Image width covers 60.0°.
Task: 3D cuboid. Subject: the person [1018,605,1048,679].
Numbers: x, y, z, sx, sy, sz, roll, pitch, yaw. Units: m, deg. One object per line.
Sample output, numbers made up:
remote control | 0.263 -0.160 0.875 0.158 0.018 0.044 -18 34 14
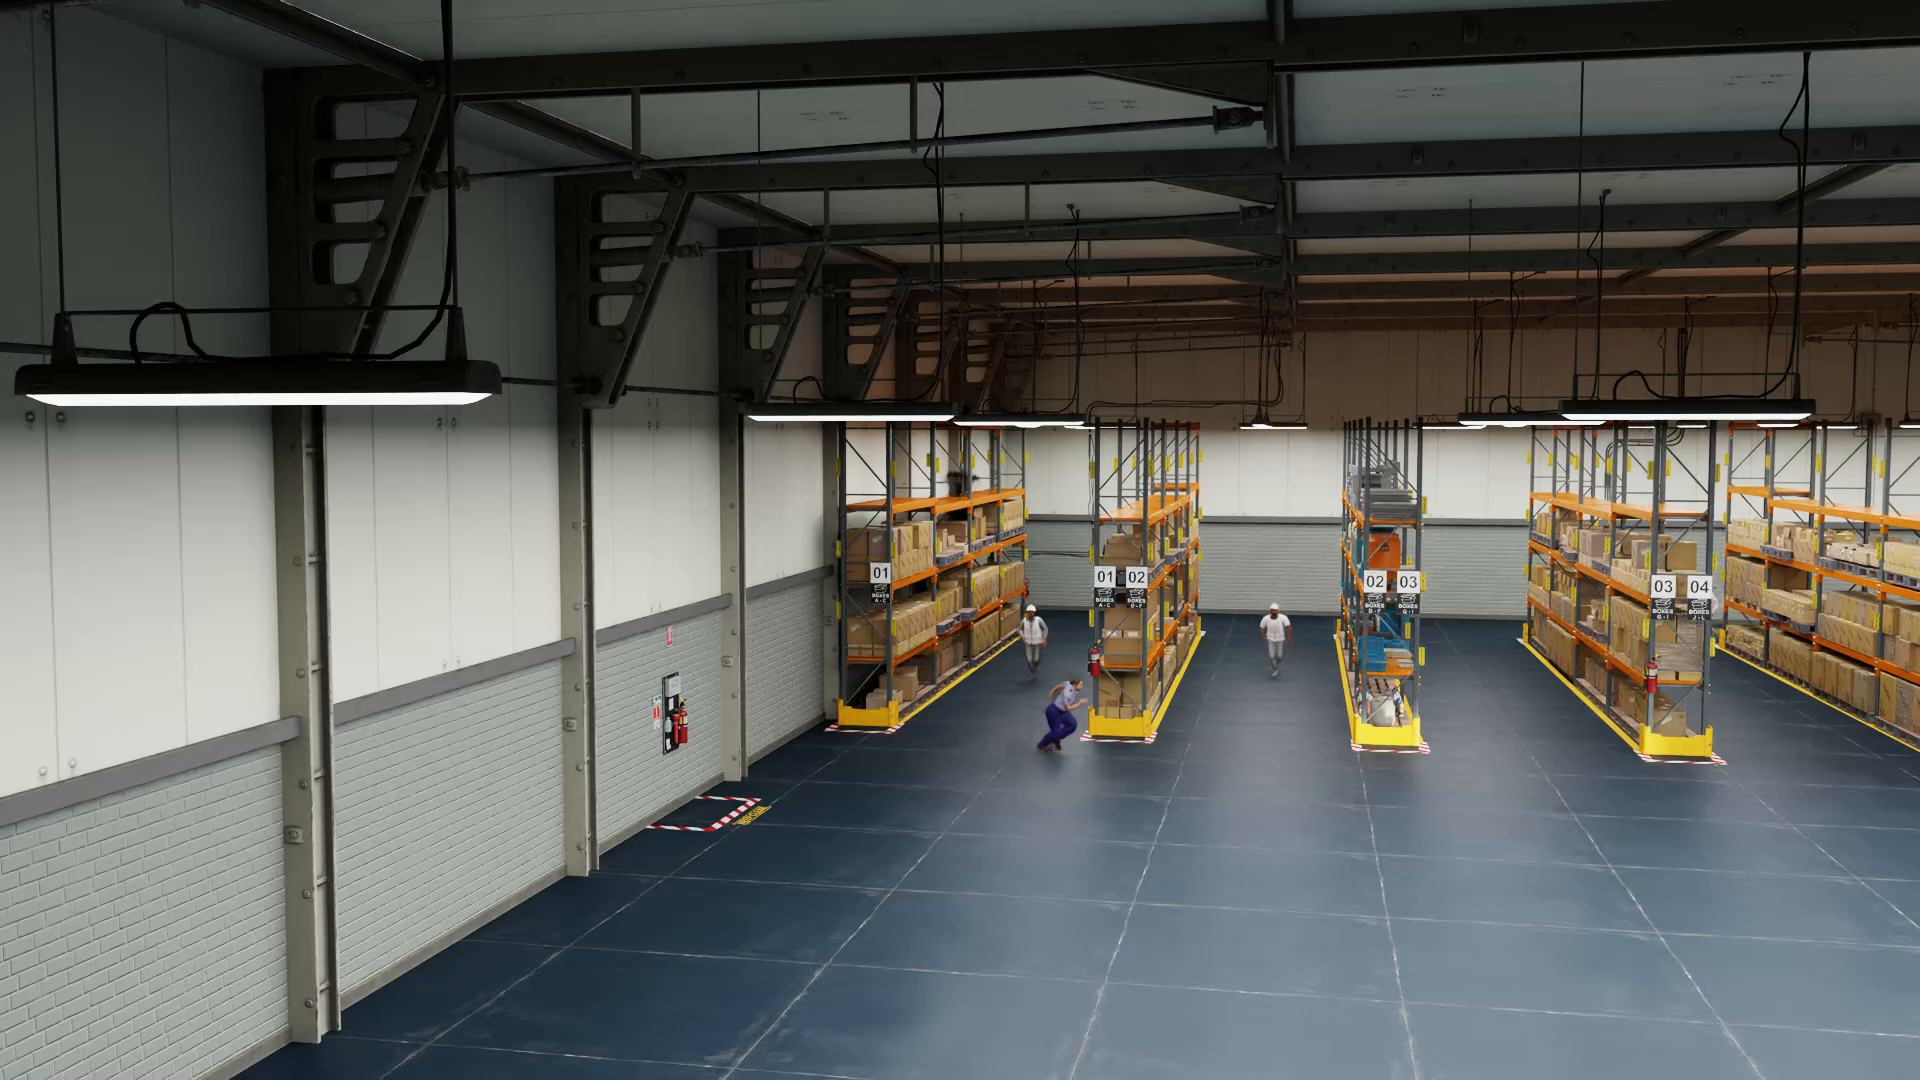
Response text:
person | 1.680 2.364 38.500 0.691 1.731 0.561 0 4 5

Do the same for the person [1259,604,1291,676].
person | 7.383 2.339 38.947 0.734 1.714 0.553 1 4 9

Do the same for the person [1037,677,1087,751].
person | 1.816 3.098 29.611 0.994 1.386 0.583 2 4 24

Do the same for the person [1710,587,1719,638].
person | 20.380 1.989 45.254 0.762 1.601 0.673 -1 4 -8
